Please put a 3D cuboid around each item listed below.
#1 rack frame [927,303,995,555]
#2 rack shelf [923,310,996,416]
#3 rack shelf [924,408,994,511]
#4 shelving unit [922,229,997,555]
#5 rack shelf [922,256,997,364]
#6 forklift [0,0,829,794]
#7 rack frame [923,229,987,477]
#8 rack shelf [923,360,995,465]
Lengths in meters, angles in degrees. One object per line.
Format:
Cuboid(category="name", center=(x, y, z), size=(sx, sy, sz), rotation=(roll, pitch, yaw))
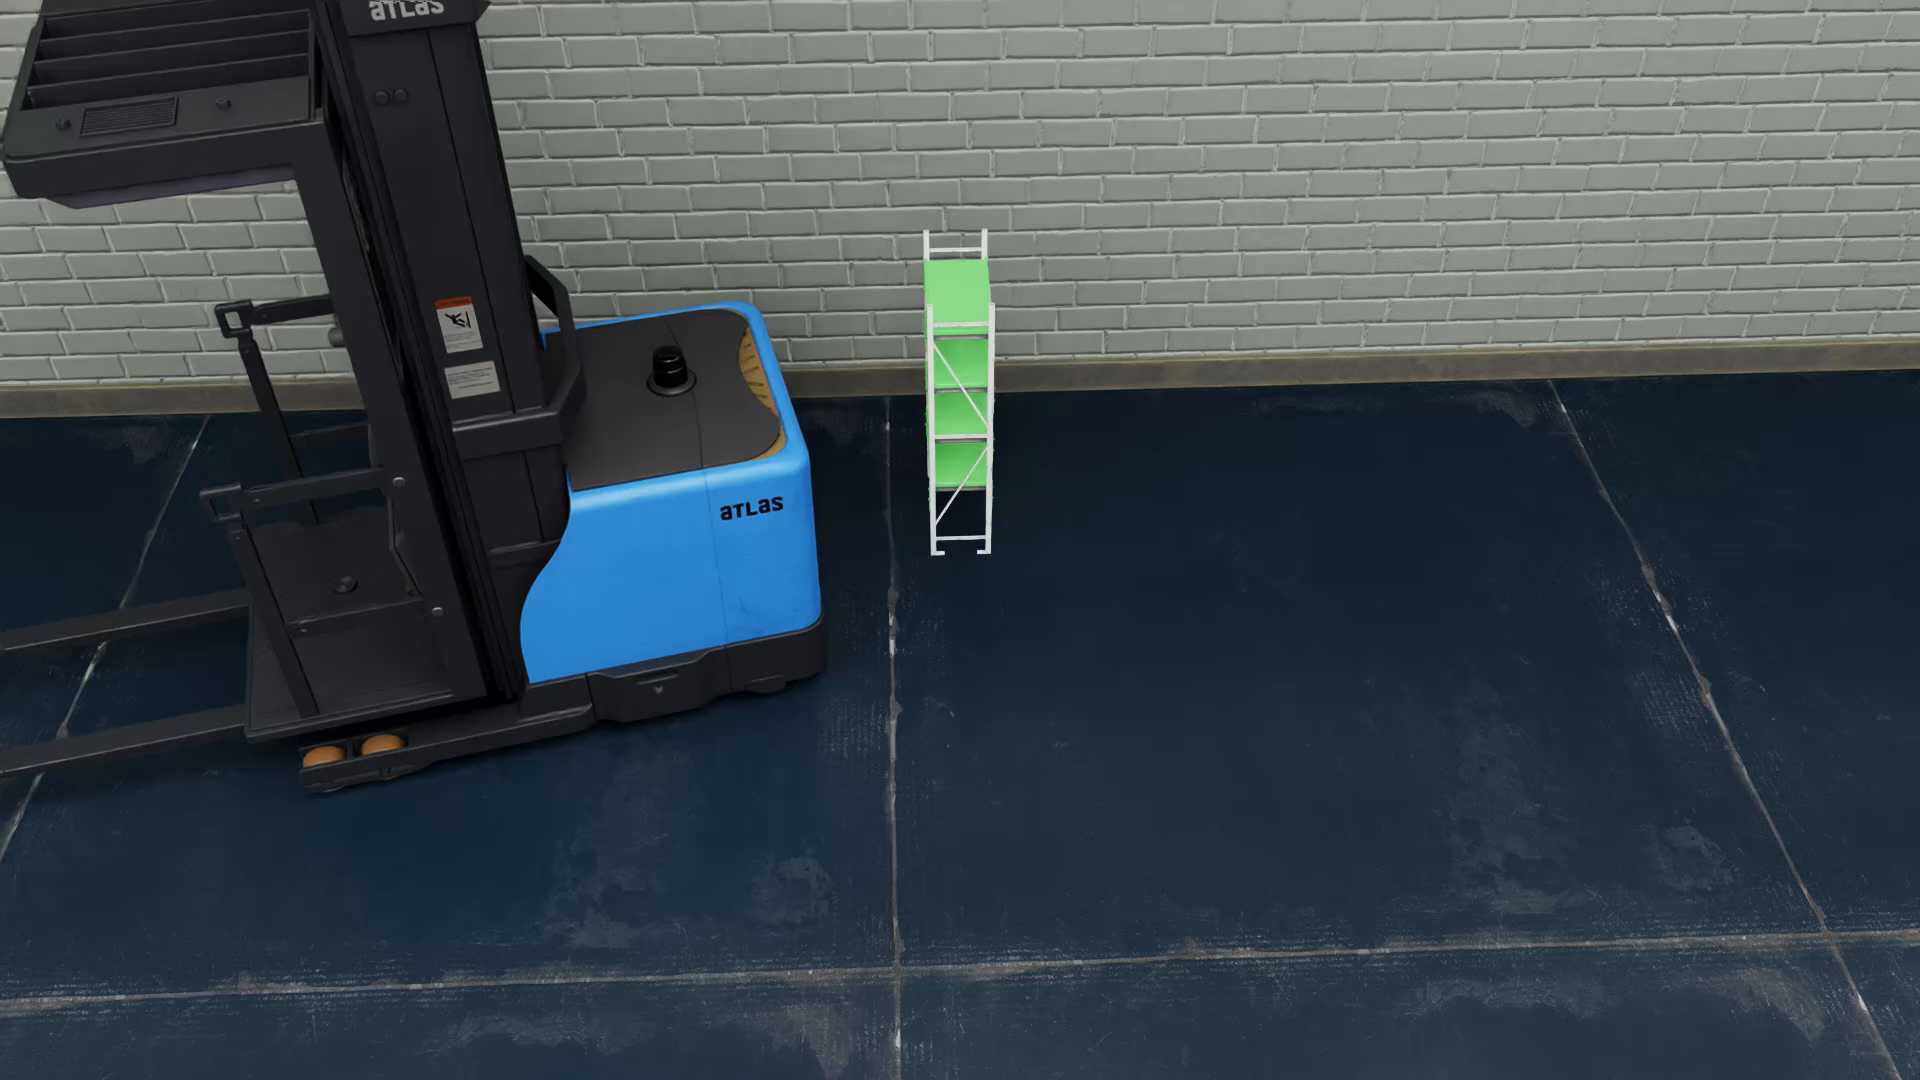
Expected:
Cuboid(category="rack frame", center=(0.003, -0.389, 6.287), size=(0.240, 1.200, 0.015), rotation=(-2, 43, -2))
Cuboid(category="rack shelf", center=(-0.007, -0.684, 6.347), size=(0.258, 0.148, 0.480), rotation=(-2, 43, -2))
Cuboid(category="rack shelf", center=(-0.007, -0.330, 6.672), size=(0.258, 0.148, 0.480), rotation=(-2, 43, -2))
Cuboid(category="shelving unit", center=(-0.007, -0.554, 6.466), size=(0.258, 1.200, 0.503), rotation=(-2, 43, -2))
Cuboid(category="rack shelf", center=(-0.007, -0.861, 6.185), size=(0.258, 0.148, 0.480), rotation=(-2, 43, -2))
Cuboid(category="forklift", center=(-2.063, -0.603, 5.238), size=(3.031, 2.935, 1.130), rotation=(-11, 44, -12))
Cuboid(category="rack frame", center=(-0.017, -0.719, 6.646), size=(0.240, 1.200, 0.015), rotation=(-2, 43, -2))
Cuboid(category="rack shelf", center=(-0.007, -0.507, 6.510), size=(0.258, 0.148, 0.480), rotation=(-2, 43, -2))
